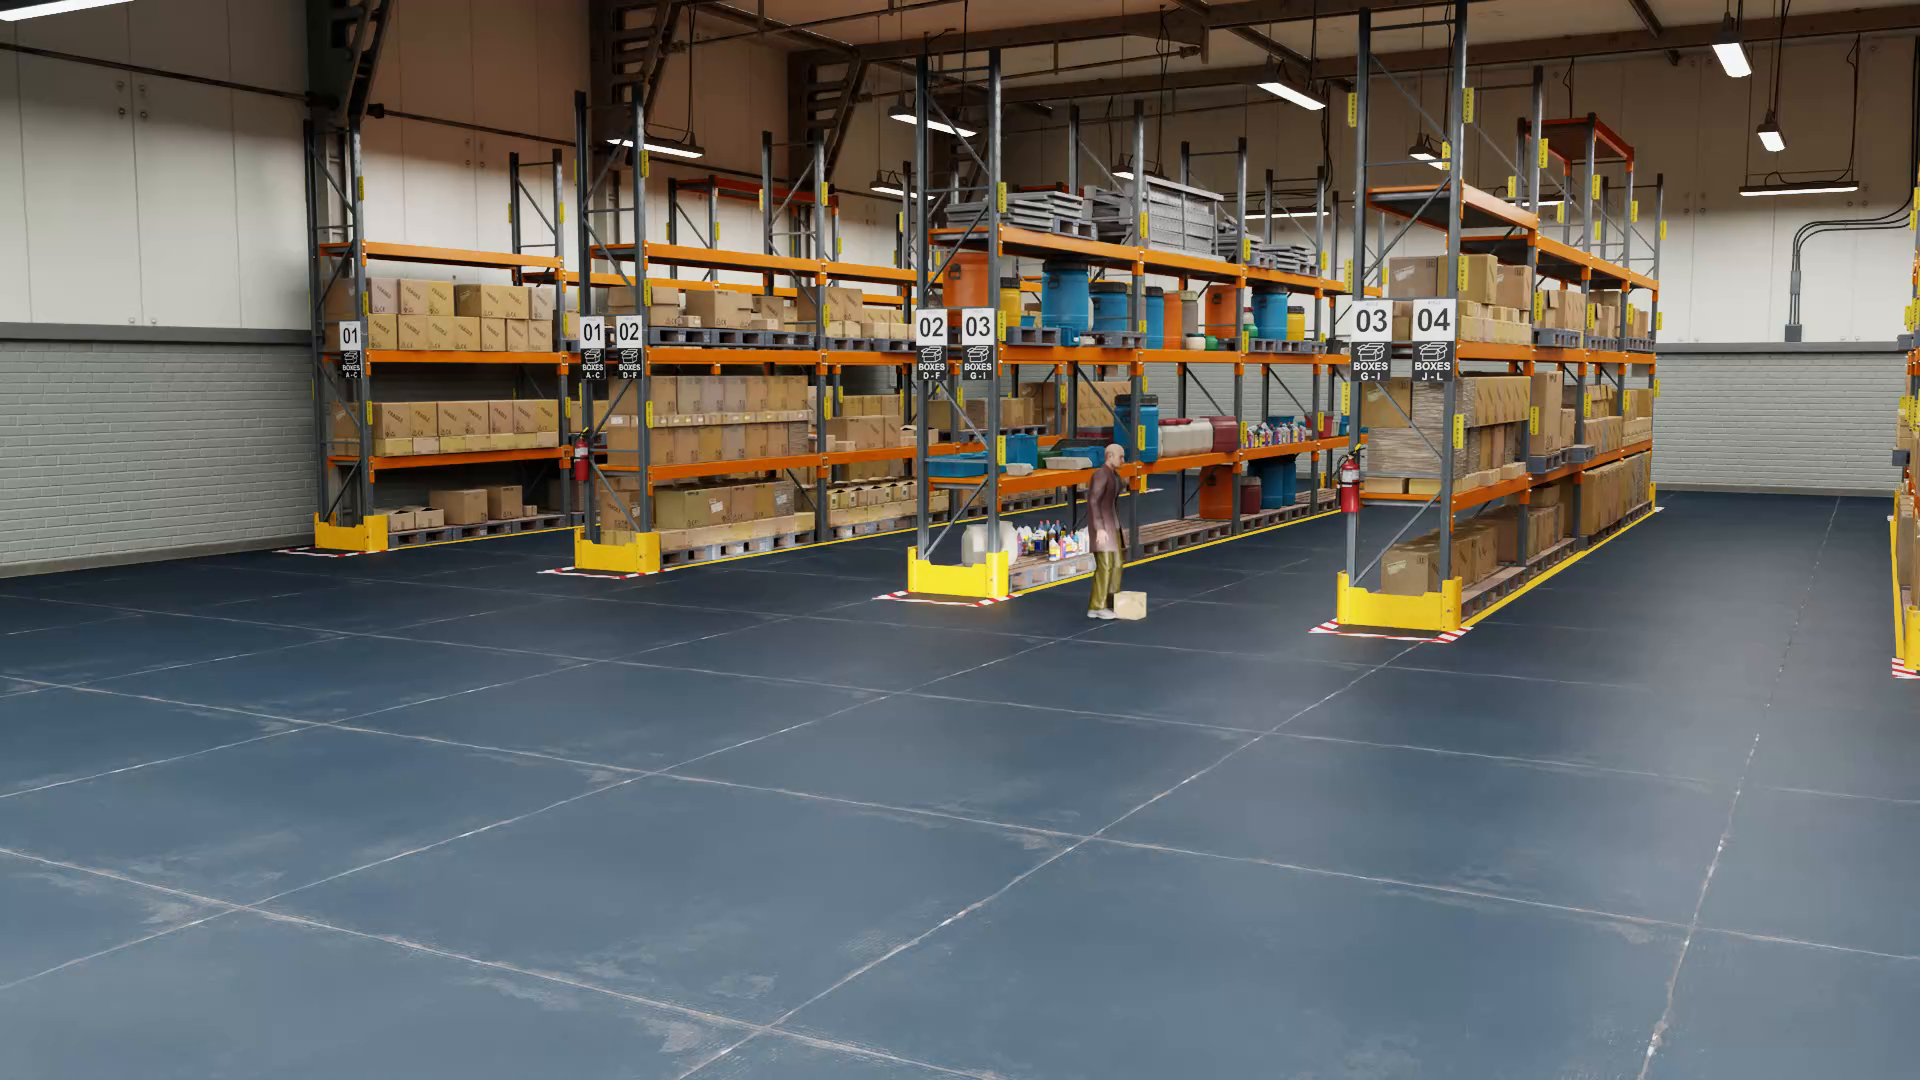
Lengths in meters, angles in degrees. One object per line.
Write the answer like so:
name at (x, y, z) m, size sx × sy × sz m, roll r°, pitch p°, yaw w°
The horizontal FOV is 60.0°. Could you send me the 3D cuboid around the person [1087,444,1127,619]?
person at (1.519, -0.100, 17.056) m, size 0.429 × 1.772 × 0.643 m, roll 3°, pitch 6°, yaw 26°
